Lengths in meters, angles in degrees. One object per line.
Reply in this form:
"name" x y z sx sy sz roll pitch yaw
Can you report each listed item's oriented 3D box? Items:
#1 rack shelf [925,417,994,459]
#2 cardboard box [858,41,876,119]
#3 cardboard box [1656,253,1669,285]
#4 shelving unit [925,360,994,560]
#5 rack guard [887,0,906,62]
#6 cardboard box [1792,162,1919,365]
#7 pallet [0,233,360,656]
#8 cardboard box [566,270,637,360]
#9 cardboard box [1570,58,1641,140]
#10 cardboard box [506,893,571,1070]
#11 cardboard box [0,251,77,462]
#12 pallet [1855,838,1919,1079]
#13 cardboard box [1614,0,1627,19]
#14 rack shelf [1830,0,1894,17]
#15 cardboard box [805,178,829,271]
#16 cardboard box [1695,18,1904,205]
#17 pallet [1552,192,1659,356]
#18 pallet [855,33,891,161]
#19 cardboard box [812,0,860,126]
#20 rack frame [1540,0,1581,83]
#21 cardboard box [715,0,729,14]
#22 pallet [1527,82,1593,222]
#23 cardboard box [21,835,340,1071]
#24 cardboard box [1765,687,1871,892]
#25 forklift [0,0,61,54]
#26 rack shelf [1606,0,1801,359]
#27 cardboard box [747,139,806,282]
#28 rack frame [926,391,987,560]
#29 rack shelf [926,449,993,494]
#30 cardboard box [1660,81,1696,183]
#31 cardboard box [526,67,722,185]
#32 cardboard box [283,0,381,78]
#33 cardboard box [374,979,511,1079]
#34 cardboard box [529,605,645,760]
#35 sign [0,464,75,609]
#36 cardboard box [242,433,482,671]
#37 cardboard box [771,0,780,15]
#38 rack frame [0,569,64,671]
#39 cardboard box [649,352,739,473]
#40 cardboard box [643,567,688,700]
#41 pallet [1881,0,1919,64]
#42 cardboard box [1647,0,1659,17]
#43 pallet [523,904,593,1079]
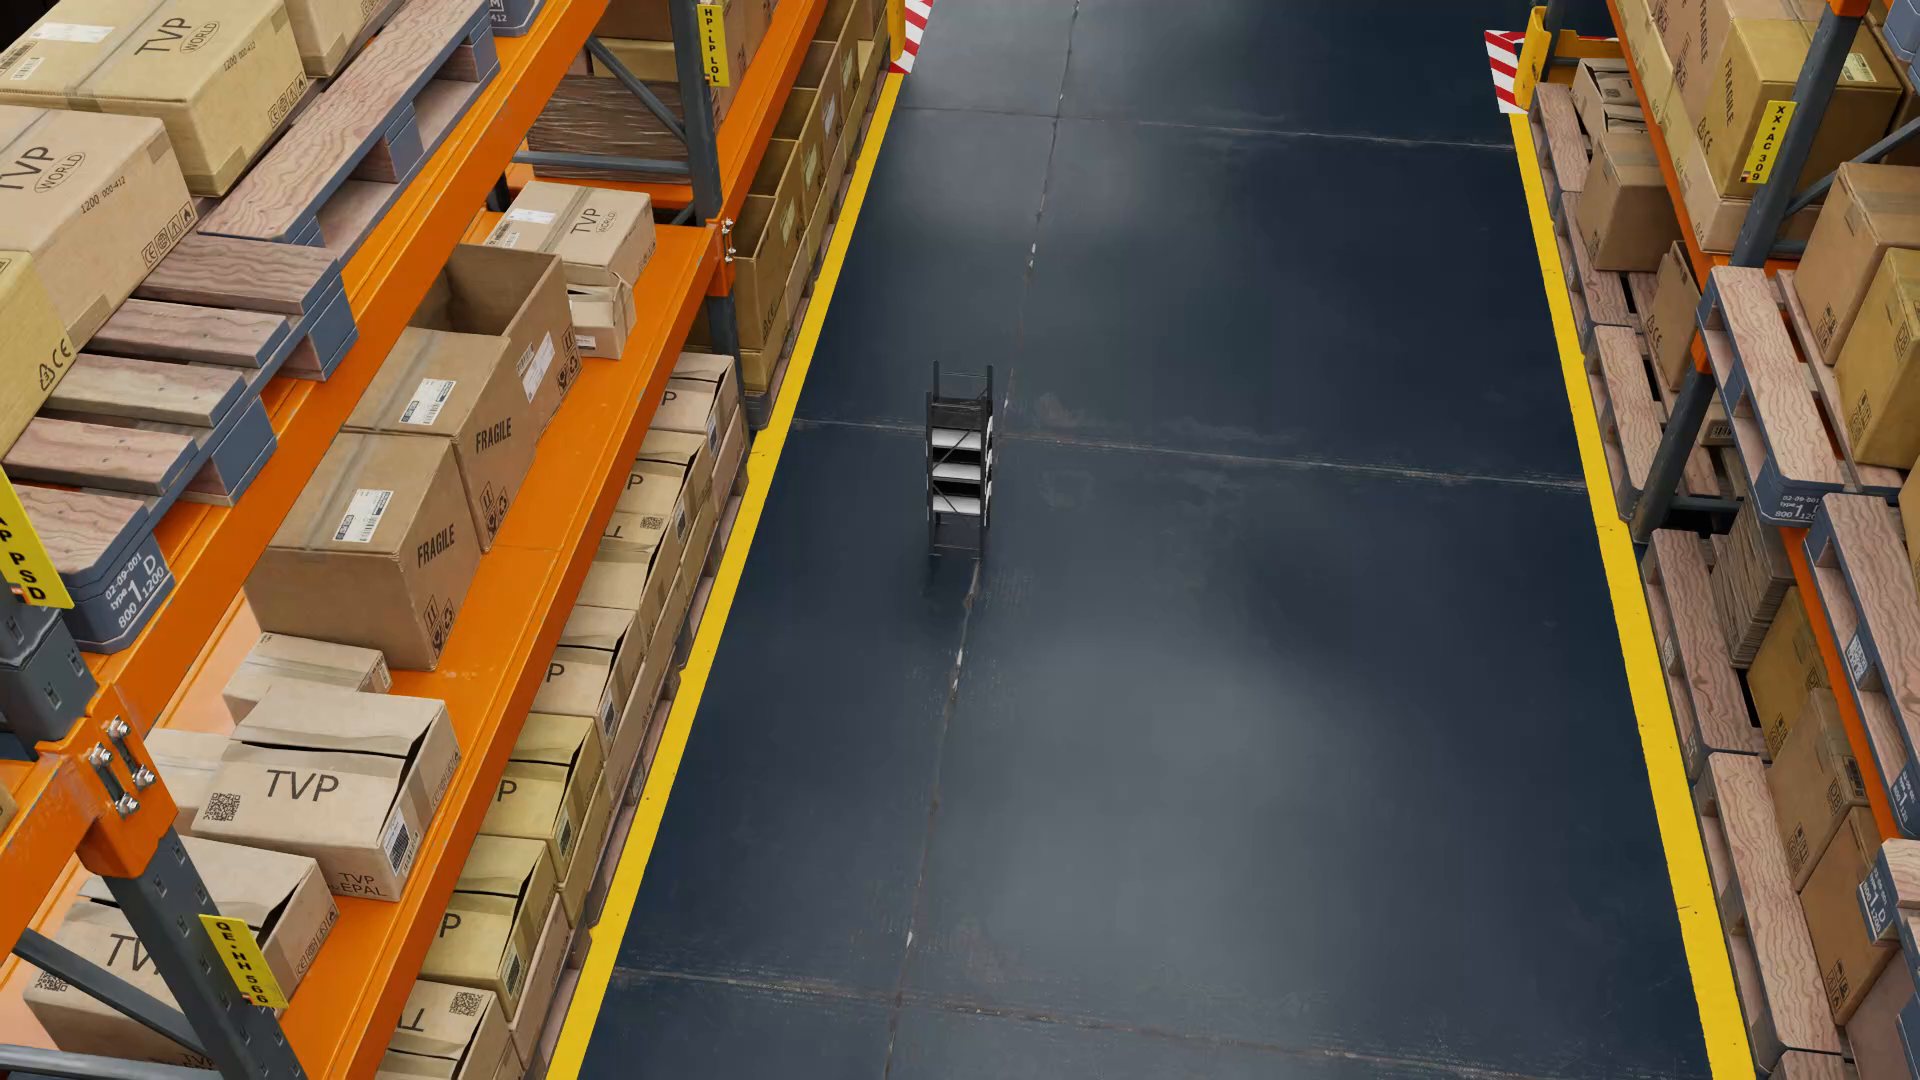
"rack shelf" -0.001 -0.428 6.856 0.258 0.077 0.200 5 44 6
"cardboard box" -0.775 -2.660 9.594 0.500 0.250 0.500 5 44 6
"cardboard box" 3.670 -1.279 8.195 0.380 0.149 0.250 2 43 2
"shelving unit" -0.001 -0.321 6.957 0.258 0.900 0.210 5 44 6
"rack guard" -0.940 -3.349 10.445 1.175 0.500 0.348 5 44 6
"cardboard box" 3.338 -0.918 5.668 0.700 0.500 0.500 5 44 6
"pallet" -1.999 -0.279 3.341 1.213 0.211 1.003 7 44 7
"cardboard box" -1.406 -0.849 6.085 0.396 0.266 0.258 4 44 4
"cardboard box" 3.787 -2.512 9.379 0.500 0.311 0.500 1 43 1
"cardboard box" -1.575 1.385 5.322 0.500 0.250 0.500 4 44 4
"cardboard box" -1.996 -0.289 3.018 0.500 0.250 0.500 2 43 2
"pallet" 2.899 1.234 3.926 1.213 0.211 1.003 5 44 6
"cardboard box" 3.461 -2.739 8.078 0.500 0.250 0.500 5 44 5
"rack shelf" 3.175 -0.531 3.993 1.077 0.370 4.000 5 44 6
"cardboard box" -0.968 -1.637 8.514 0.500 0.250 0.500 5 44 6
"cardboard box" 3.195 -1.641 6.373 0.500 0.500 0.500 5 44 5
"pallet" 3.652 -1.348 8.543 1.003 0.211 1.213 5 44 6
"pallet" -1.002 -2.702 9.973 1.003 0.211 1.213 5 44 6
"cardboard box" -0.837 -2.591 8.976 0.500 0.500 0.500 5 44 6
"rack frame" 3.968 -3.792 9.095 1.000 3.000 0.127 5 44 6
"cardboard box" -1.179 -2.298 6.973 0.380 0.149 0.250 4 44 4
"pallet" 3.815 -2.177 9.418 1.003 0.211 1.213 5 44 6
"cardboard box" -1.909 1.001 4.098 0.500 0.311 0.500 8 44 8
"cardboard box" 3.232 0.886 5.653 0.700 0.500 0.500 6 44 6
"forklift" -4.004 -1.206 6.414 1.130 2.935 3.031 31 52 29
"rack shelf" 3.703 -2.168 7.903 1.077 0.370 4.000 5 44 6
"cardboard box" -1.042 -1.569 7.897 0.500 0.500 0.500 5 44 6
"rack frame" -0.015 -0.252 6.884 0.240 0.900 0.006 5 44 6
"rack shelf" -0.001 -0.297 6.980 0.258 0.077 0.200 5 44 6
"cardboard box" 3.275 -1.708 6.989 0.500 0.250 0.500 5 44 6
"cardboard box" -1.419 -1.853 6.975 0.700 0.500 0.500 4 44 4
"cardboard box" -1.785 -1.404 4.195 0.500 0.250 0.500 2 43 2
"cardboard box" -1.640 1.524 4.767 0.500 0.311 0.500 7 44 7
"cardboard box" -1.442 0.468 5.883 0.500 0.311 0.500 5 44 5
"sign" -1.463 -0.014 2.548 0.100 0.325 0.005 5 44 6
"cardboard box" -1.795 0.031 4.985 0.500 0.500 0.500 3 44 3
"cardboard box" -1.219 -2.904 8.085 0.700 0.500 0.500 6 44 7
"rack frame" -2.001 -0.966 1.748 1.000 3.000 0.127 5 44 6
"cardboard box" -1.241 -0.569 6.978 0.500 0.311 0.500 5 44 6
"cardboard box" -1.375 0.334 6.432 0.500 0.250 0.500 6 44 6
"pallet" 3.252 -1.676 4.816 1.213 0.211 1.003 5 44 6
"cardboard box" 3.401 -2.679 7.469 0.500 0.500 0.500 6 44 7
"pallet" -1.853 1.667 5.358 1.003 0.211 1.213 5 44 6
